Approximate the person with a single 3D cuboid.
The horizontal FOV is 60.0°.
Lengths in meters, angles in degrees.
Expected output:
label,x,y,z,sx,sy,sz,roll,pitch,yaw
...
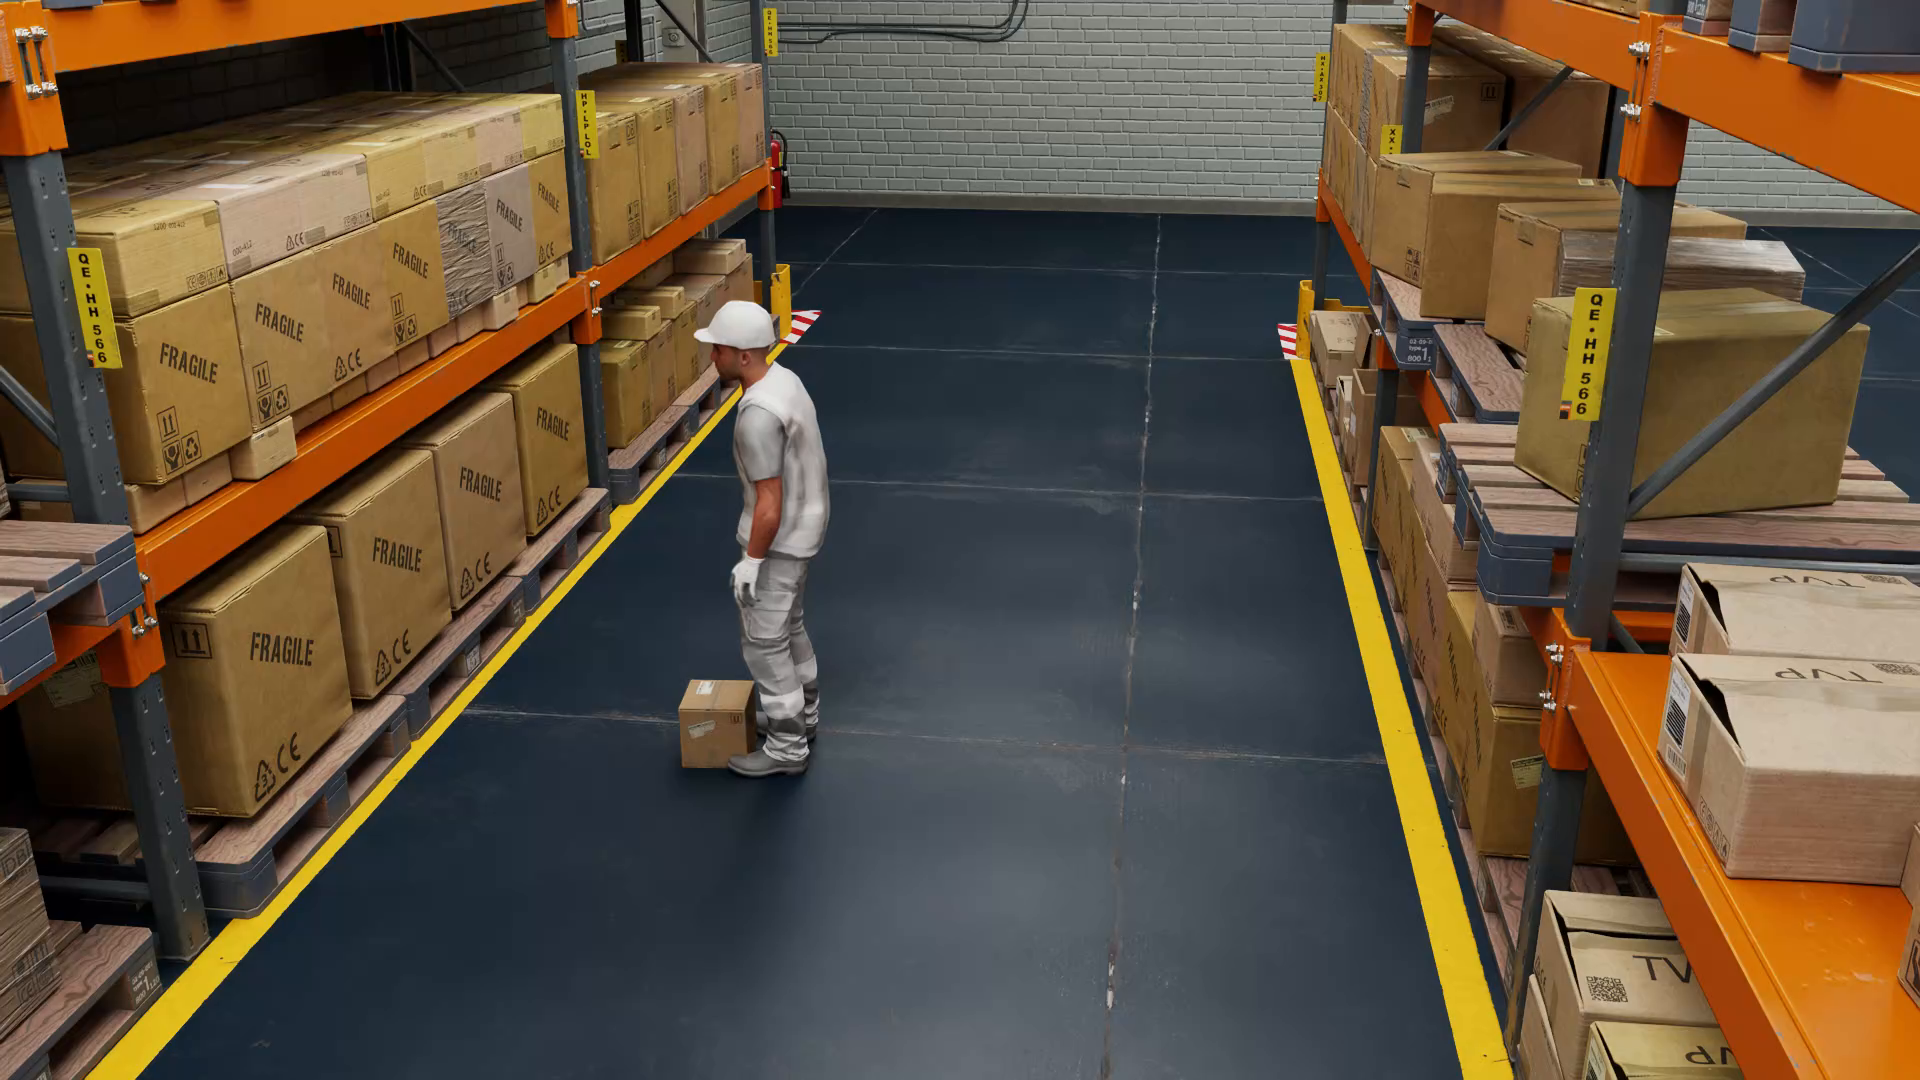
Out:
label,x,y,z,sx,sy,sz,roll,pitch,yaw
person,-0.697,0.005,6.045,0.445,1.781,0.621,1,21,4
